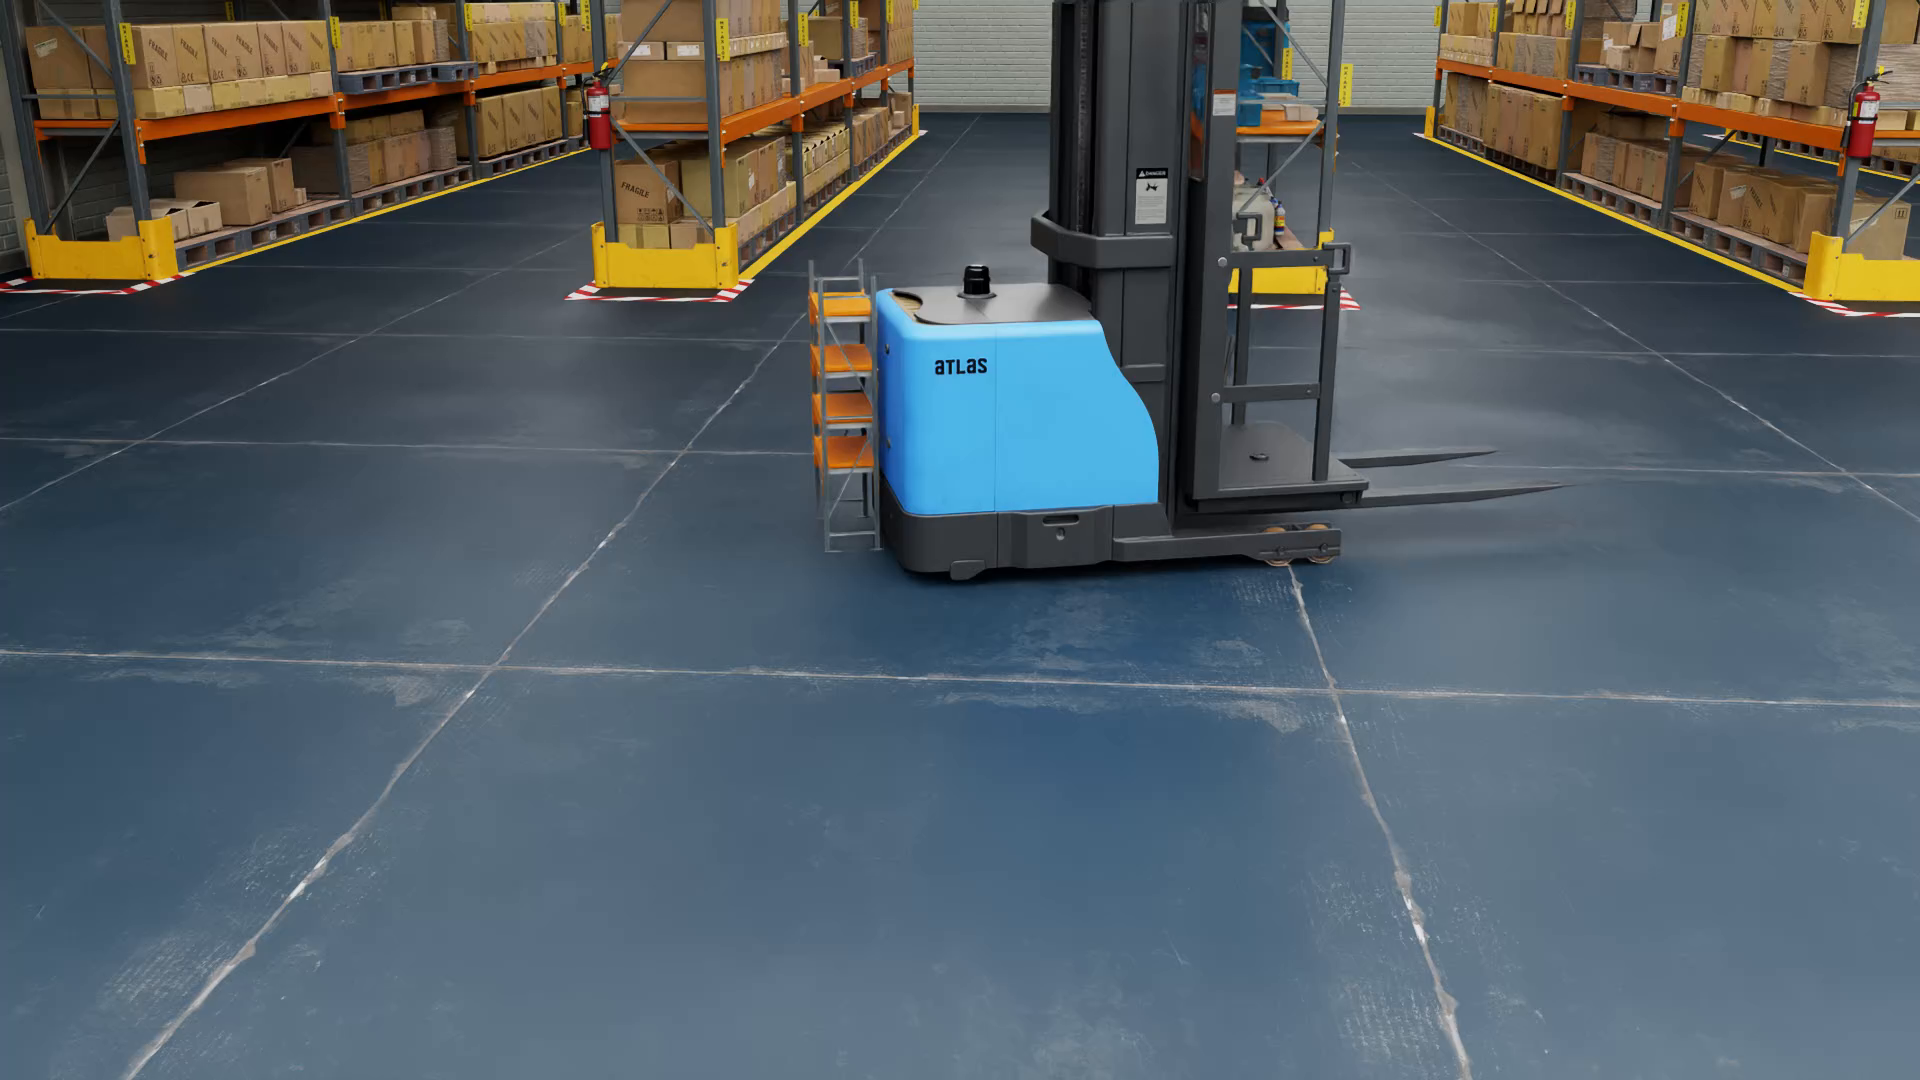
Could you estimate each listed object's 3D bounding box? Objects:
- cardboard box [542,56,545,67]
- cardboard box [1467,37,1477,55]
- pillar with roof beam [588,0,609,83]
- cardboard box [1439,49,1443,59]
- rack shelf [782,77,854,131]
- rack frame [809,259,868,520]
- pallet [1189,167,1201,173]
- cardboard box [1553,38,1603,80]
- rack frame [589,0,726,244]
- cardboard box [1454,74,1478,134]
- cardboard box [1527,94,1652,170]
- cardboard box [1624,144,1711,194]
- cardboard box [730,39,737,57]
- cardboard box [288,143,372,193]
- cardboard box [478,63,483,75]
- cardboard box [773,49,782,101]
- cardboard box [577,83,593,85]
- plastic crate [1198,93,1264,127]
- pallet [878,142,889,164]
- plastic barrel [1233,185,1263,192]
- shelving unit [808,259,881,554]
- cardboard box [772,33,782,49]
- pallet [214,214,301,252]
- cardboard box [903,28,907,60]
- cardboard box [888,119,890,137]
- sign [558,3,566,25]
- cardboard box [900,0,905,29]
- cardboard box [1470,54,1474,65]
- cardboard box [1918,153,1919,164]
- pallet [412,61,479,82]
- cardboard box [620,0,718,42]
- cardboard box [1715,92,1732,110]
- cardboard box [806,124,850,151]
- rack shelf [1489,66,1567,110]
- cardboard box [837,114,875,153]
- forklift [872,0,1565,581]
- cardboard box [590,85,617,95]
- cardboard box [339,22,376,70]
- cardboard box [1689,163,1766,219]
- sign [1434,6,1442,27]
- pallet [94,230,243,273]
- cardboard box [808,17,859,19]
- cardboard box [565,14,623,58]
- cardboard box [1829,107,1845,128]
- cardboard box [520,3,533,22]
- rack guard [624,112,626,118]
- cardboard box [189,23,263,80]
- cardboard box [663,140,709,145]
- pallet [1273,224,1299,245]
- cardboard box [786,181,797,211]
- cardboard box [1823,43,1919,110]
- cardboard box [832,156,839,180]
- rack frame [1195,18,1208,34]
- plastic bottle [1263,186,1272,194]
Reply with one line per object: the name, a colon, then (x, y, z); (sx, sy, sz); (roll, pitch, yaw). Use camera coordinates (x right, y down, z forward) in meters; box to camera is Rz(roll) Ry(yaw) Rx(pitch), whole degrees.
cardboard box: (-6.336, -7.034, 24.443); (0.380, 0.149, 0.250); (2, 18, 6)
cardboard box: (8.127, -7.614, 25.605); (0.500, 0.250, 0.500); (2, 18, 5)
pillar with roof beam: (-2.625, -12.268, 30.411); (9.100, 9.000, 0.400); (1, 18, 4)
cardboard box: (8.218, -8.101, 27.734); (0.380, 0.149, 0.250); (1, 18, 5)
rack shelf: (-2.025, -5.098, 19.320); (1.077, 0.370, 4.000); (1, 18, 4)
rack frame: (-0.548, -0.669, 7.538); (0.240, 1.200, 0.015); (-3, 18, -9)
pallet: (3.074, -4.870, 21.947); (1.003, 0.211, 1.213); (1, 18, 4)
cardboard box: (7.787, -6.045, 20.895); (0.500, 0.500, 0.500); (2, 18, 6)
rack frame: (-2.455, -3.577, 13.521); (1.000, 3.000, 0.127); (1, 18, 4)
cardboard box: (8.541, -7.030, 26.799); (0.875, 0.875, 0.875); (1, 18, 4)
cardboard box: (8.069, -5.243, 21.344); (1.225, 0.875, 0.875); (0, 18, 1)
cardboard box: (7.870, -4.130, 18.517); (0.700, 0.500, 0.500); (0, 18, -1)
cardboard box: (-2.156, -4.287, 14.488); (0.380, 0.149, 0.250); (1, 18, 3)
cardboard box: (-7.073, -4.179, 18.666); (0.700, 0.500, 0.500); (2, 18, 6)
cardboard box: (-6.541, -6.236, 22.009); (0.380, 0.149, 0.250); (2, 18, 5)
cardboard box: (-2.194, -4.729, 16.876); (0.700, 0.500, 0.500); (1, 18, 2)
cardboard box: (-6.390, -7.799, 28.705); (0.380, 0.149, 0.250); (1, 18, 4)
plastic crate: (2.223, -3.556, 13.698); (0.499, 0.251, 0.616); (1, 18, 4)
pallet: (-1.616, -5.725, 24.556); (1.003, 0.211, 1.213); (1, 18, 4)
plastic barrel: (2.492, -2.844, 14.606); (0.421, 0.512, 0.421); (0, 18, 0)
shelving unit: (-0.509, -0.594, 7.309); (0.258, 1.200, 0.503); (-3, 18, -9)
cardboard box: (-1.994, -5.009, 16.690); (0.380, 0.149, 0.250); (1, 18, 3)
pallet: (-7.207, -3.014, 16.282); (1.003, 0.211, 1.213); (1, 18, 4)
cardboard box: (-1.144, -8.132, 27.264); (0.500, 0.500, 0.500); (1, 18, 4)
cardboard box: (-1.349, -6.361, 25.629); (0.500, 0.311, 0.500); (1, 18, 4)
sign: (-5.994, -7.917, 25.034); (0.100, 0.325, 0.005); (1, 18, 4)
cardboard box: (-1.171, -8.447, 26.618); (0.500, 0.500, 0.500); (2, 18, 6)
cardboard box: (8.054, -7.384, 25.543); (0.380, 0.149, 0.250); (2, 18, 5)
cardboard box: (12.766, -5.080, 21.449); (0.500, 0.500, 0.500); (2, 18, 6)
pallet: (-6.768, -5.856, 20.785); (1.213, 0.211, 1.003); (1, 18, 4)
cardboard box: (-2.405, -4.402, 13.796); (0.700, 0.500, 0.500); (1, 18, 4)
cardboard box: (7.308, -4.107, 15.543); (0.380, 0.149, 0.250); (1, 18, 4)
cardboard box: (-1.674, -5.053, 20.866); (0.500, 0.311, 0.500); (2, 18, 5)
rack shelf: (8.142, -6.118, 22.433); (1.077, 0.370, 4.000); (1, 18, 4)
cardboard box: (-1.459, -5.698, 23.303); (0.500, 0.500, 0.500); (1, 18, 2)
forklift: (1.166, -1.437, 7.100); (3.031, 2.935, 1.130); (-4, 18, -11)
cardboard box: (-6.045, -7.632, 28.197); (0.380, 0.149, 0.250); (2, 18, 5)
cardboard box: (-6.992, -5.516, 18.572); (0.700, 0.500, 0.500); (3, 18, 10)
cardboard box: (7.644, -3.485, 16.582); (0.500, 0.500, 0.500); (1, 18, 2)
sign: (8.019, -8.787, 27.905); (0.100, 0.325, 0.005); (1, 18, 4)
pallet: (-7.297, -2.636, 15.129); (1.003, 0.211, 1.213); (1, 18, 4)
cardboard box: (-1.838, -7.194, 23.725); (0.700, 0.500, 0.500); (4, 19, 13)
cardboard box: (-6.276, -8.639, 28.490); (0.980, 0.700, 0.700); (2, 18, 6)
cardboard box: (7.258, -3.406, 13.403); (0.380, 0.149, 0.250); (1, 18, 4)
cardboard box: (-6.397, -7.500, 23.620); (0.500, 0.250, 0.500); (2, 18, 5)
rack guard: (-6.248, -7.475, 29.433); (1.175, 0.500, 0.348); (1, 18, 4)
cardboard box: (-6.949, -4.596, 15.638); (0.500, 0.500, 0.500); (2, 18, 6)
cardboard box: (-2.585, -3.621, 16.193); (0.500, 0.500, 0.500); (1, 18, 4)
pallet: (2.597, -2.795, 15.613); (1.003, 0.211, 1.213); (1, 18, 4)
cardboard box: (-1.984, -3.563, 17.221); (0.500, 0.250, 0.500); (1, 18, 4)
cardboard box: (7.492, -3.714, 13.301); (0.875, 0.500, 0.500); (1, 18, 4)
cardboard box: (-1.749, -4.469, 19.986); (0.500, 0.250, 0.500); (2, 18, 5)
rack frame: (3.345, -7.192, 24.554); (1.000, 3.000, 0.127); (1, 18, 4)
plastic bottle: (2.976, -3.291, 16.198); (0.144, 0.351, 0.185); (1, 18, 4)
